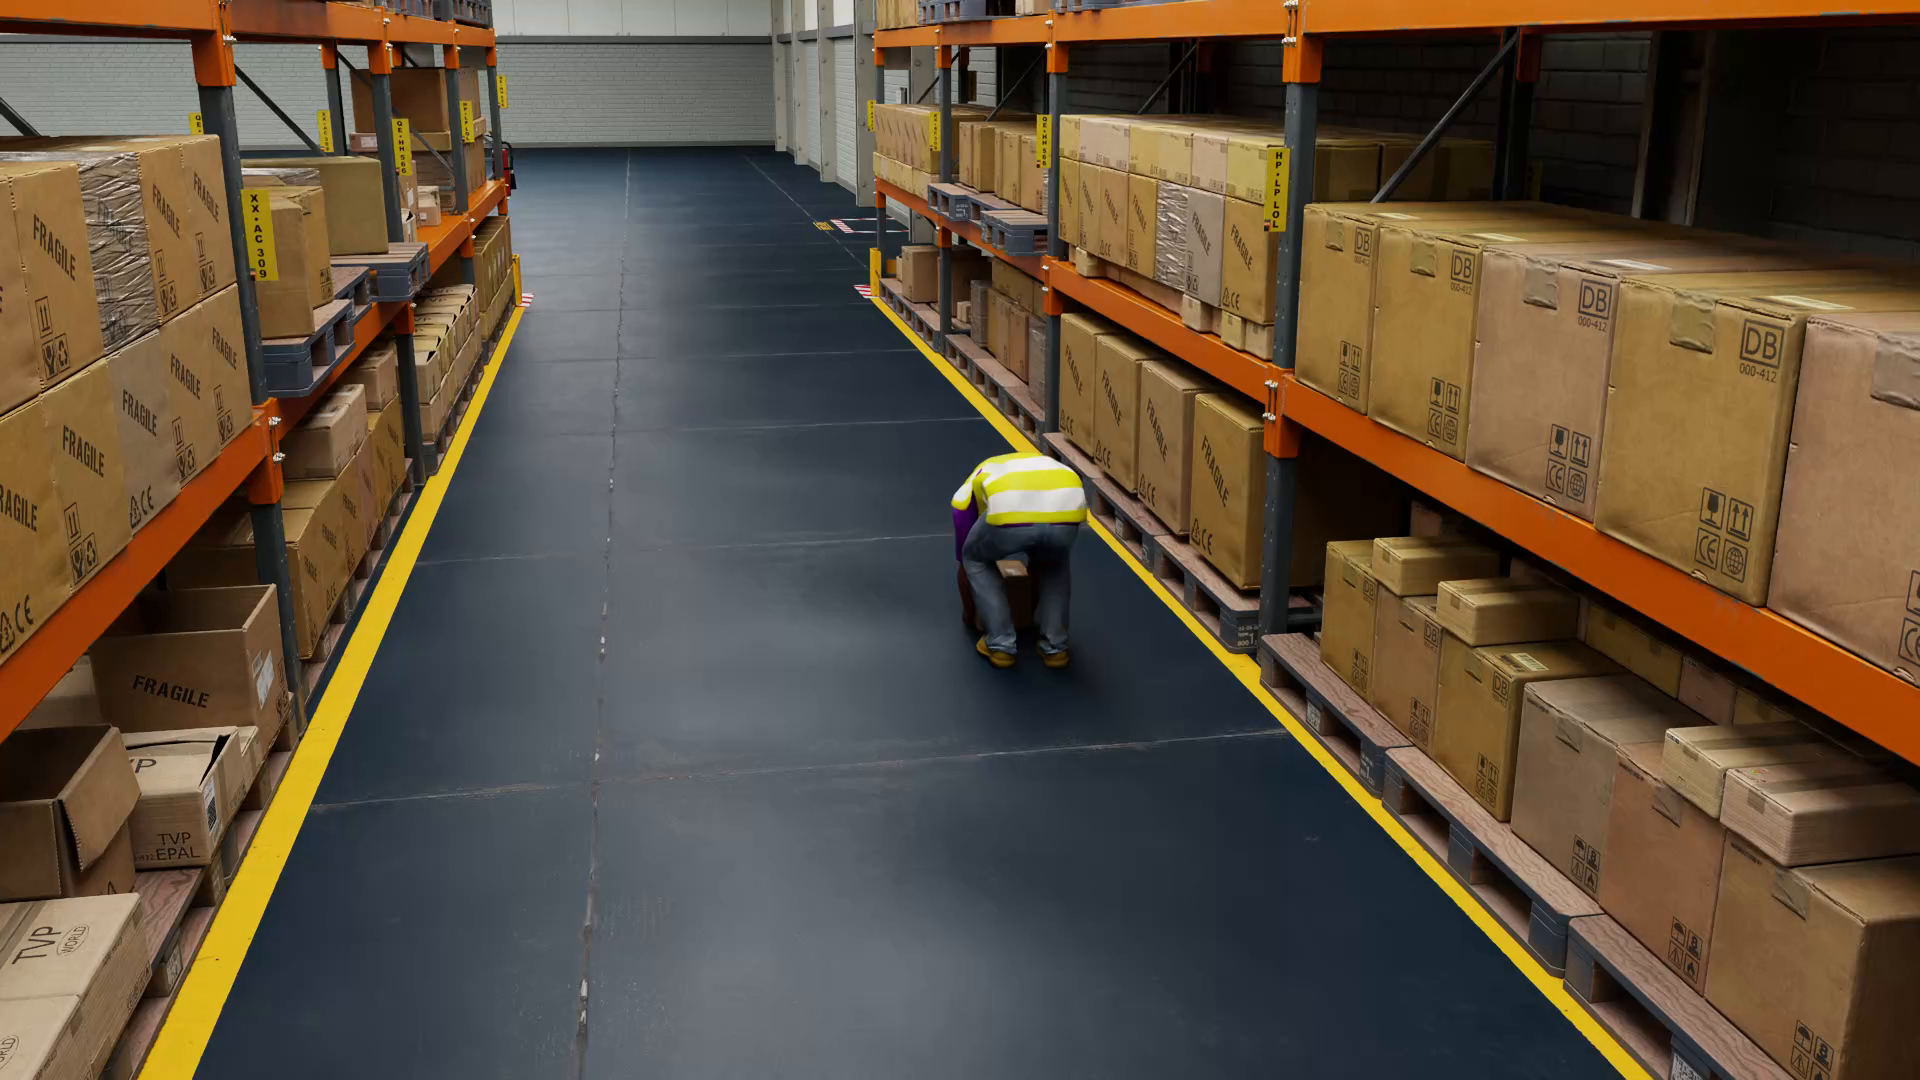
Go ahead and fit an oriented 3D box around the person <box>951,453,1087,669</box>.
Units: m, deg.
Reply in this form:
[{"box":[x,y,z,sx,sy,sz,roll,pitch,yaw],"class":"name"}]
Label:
[{"box":[0.235,0.037,7.362,0.508,0.925,0.975,-4,17,-13],"class":"person"}]
